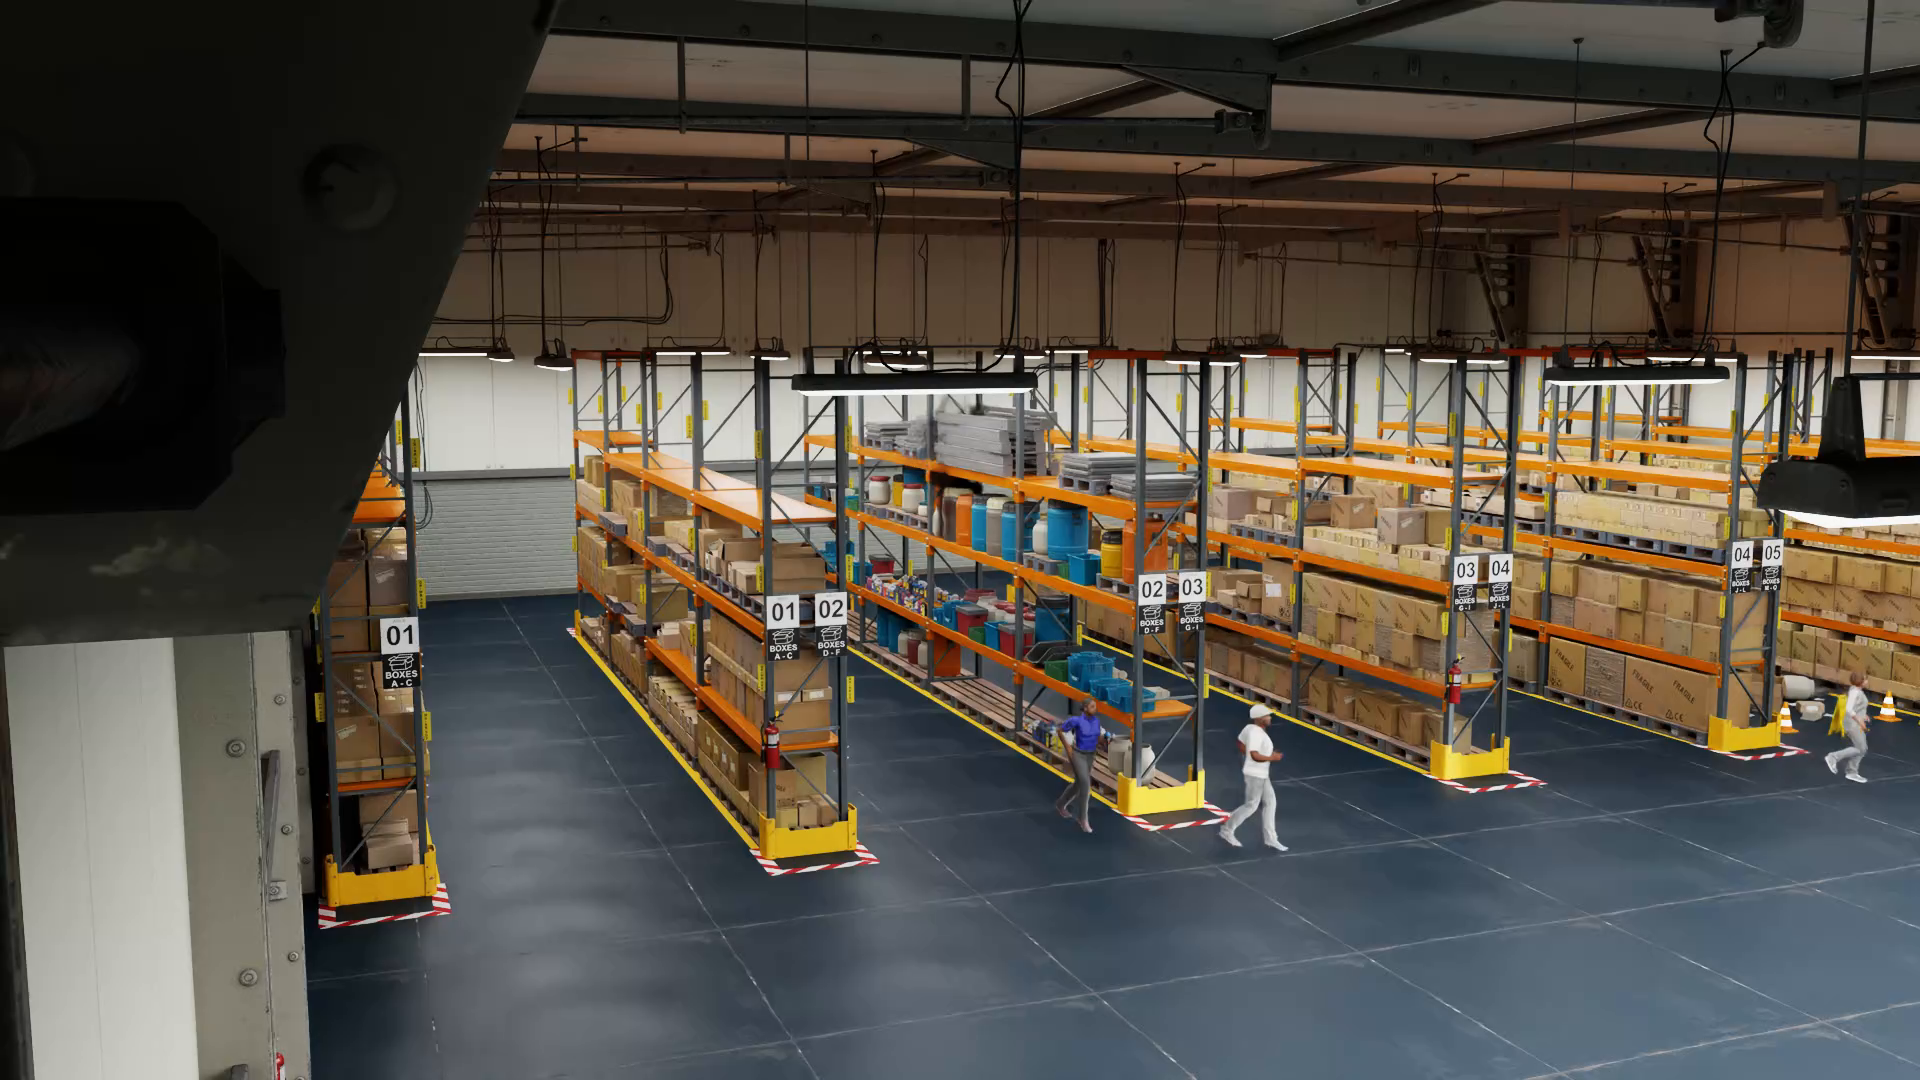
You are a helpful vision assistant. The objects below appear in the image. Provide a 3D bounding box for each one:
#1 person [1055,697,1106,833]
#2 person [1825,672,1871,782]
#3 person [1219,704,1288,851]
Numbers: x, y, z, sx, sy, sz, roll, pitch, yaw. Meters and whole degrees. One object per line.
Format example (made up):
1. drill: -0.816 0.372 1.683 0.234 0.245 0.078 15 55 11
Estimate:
1. person: 1.577 2.866 21.538 0.596 1.685 0.792 -7 10 -44
2. person: 12.627 2.636 23.619 0.542 1.578 0.561 4 8 29
3. person: 3.636 2.917 20.496 0.847 1.794 0.699 1 7 12
